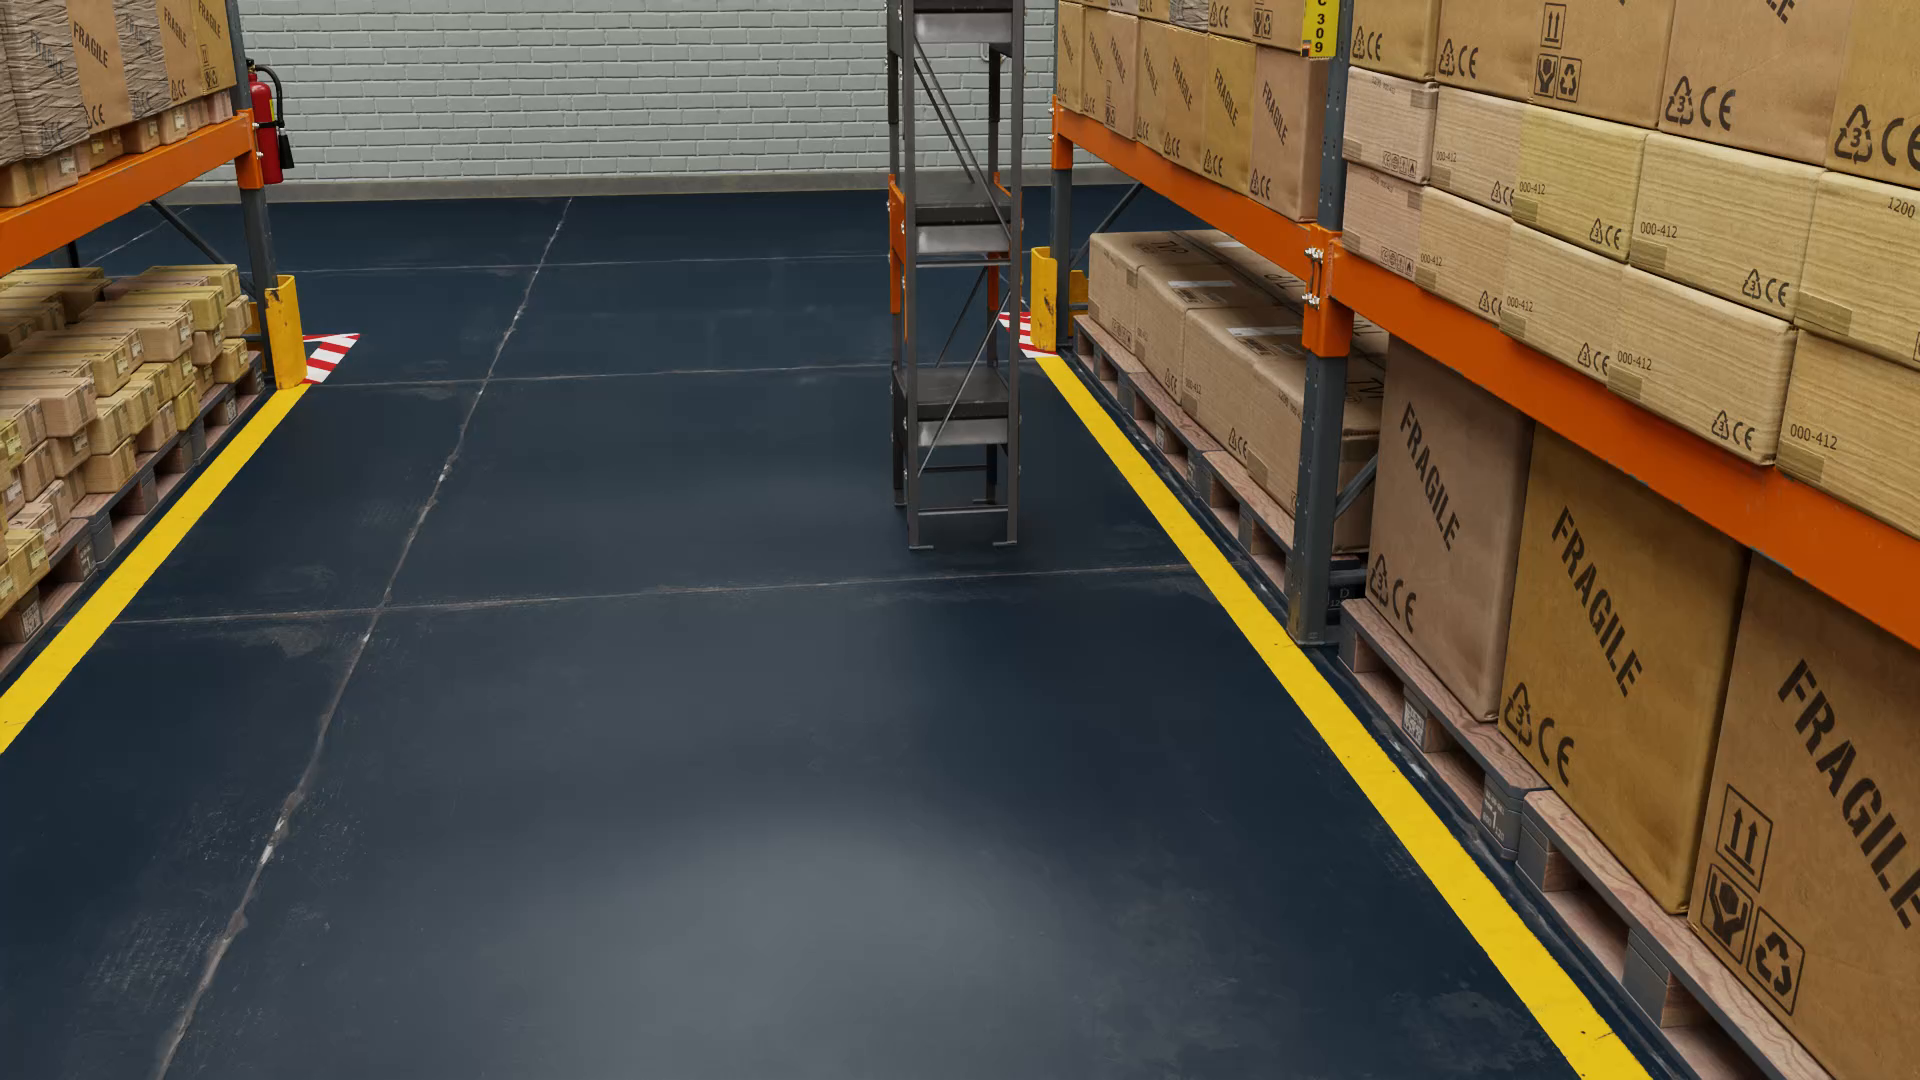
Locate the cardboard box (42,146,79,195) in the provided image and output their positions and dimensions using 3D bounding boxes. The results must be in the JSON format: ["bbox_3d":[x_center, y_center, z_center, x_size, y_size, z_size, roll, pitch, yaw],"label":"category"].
[{"bbox_3d":[-3.276,-1.273,5.695,0.380,0.149,0.250,-2,21,-5],"label":"cardboard box"}]

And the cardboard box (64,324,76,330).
[{"bbox_3d":[-3.970,-0.835,7.215,0.380,0.149,0.250,-3,21,-7],"label":"cardboard box"}]

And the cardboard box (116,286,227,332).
[{"bbox_3d":[-3.428,-1.003,7.239,0.380,0.149,0.250,-3,21,-9],"label":"cardboard box"}]

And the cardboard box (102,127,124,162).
[{"bbox_3d":[-3.473,-1.540,6.412,0.380,0.149,0.250,-4,21,-10],"label":"cardboard box"}]

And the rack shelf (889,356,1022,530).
[{"bbox_3d":[-0.024,-0.372,6.252,0.431,0.518,0.480,-3,21,-8],"label":"rack shelf"}]

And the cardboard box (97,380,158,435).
[{"bbox_3d":[-3.290,-0.497,6.309,0.380,0.149,0.250,-3,21,-7],"label":"cardboard box"}]

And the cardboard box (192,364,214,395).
[{"bbox_3d":[-3.526,-0.717,7.323,0.380,0.149,0.250,-3,21,-8],"label":"cardboard box"}]

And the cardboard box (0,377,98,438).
[{"bbox_3d":[-3.248,-0.457,5.776,0.380,0.149,0.250,-2,21,-7],"label":"cardboard box"}]

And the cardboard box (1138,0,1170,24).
[{"bbox_3d":[1.009,-2.297,6.508,0.500,0.500,0.500,-3,21,-8],"label":"cardboard box"}]

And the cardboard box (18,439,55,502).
[{"bbox_3d":[-3.289,-0.224,5.577,0.380,0.149,0.250,-4,21,-11],"label":"cardboard box"}]

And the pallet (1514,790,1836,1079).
[{"bbox_3d":[1.927,0.886,3.542,1.003,0.211,1.213,-3,21,-8],"label":"pallet"}]

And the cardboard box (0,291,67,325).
[{"bbox_3d":[-4.090,-0.965,7.138,0.380,0.149,0.250,-3,21,-8],"label":"cardboard box"}]

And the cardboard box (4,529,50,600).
[{"bbox_3d":[-3.094,0.082,5.183,0.380,0.149,0.250,-2,21,-6],"label":"cardboard box"}]

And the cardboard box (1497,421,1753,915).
[{"bbox_3d":[1.869,0.215,3.790,0.875,0.875,0.875,-2,21,-6],"label":"cardboard box"}]

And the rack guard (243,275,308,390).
[{"bbox_3d":[-3.887,-1.010,8.205,1.175,0.500,0.348,-3,21,-8],"label":"rack guard"}]

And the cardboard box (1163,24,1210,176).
[{"bbox_3d":[1.076,-1.653,6.211,0.500,0.500,0.500,-3,21,-9],"label":"cardboard box"}]

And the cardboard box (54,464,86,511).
[{"bbox_3d":[-3.341,-0.178,5.880,0.380,0.149,0.250,-4,21,-10],"label":"cardboard box"}]

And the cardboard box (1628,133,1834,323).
[{"bbox_3d":[1.571,-0.574,2.966,0.500,0.250,0.500,-4,21,-9],"label":"cardboard box"}]

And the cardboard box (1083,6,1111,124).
[{"bbox_3d":[0.871,-2.184,7.634,0.500,0.500,0.500,-3,21,-9],"label":"cardboard box"}]

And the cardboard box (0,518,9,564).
[{"bbox_3d":[-3.057,0.036,4.883,0.380,0.149,0.250,-2,21,-5],"label":"cardboard box"}]

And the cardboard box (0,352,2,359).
[{"bbox_3d":[-3.949,-0.694,6.411,0.380,0.149,0.250,-3,21,-7],"label":"cardboard box"}]

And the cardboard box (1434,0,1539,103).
[{"bbox_3d":[1.442,-1.280,3.785,0.500,0.500,0.500,-3,21,-8],"label":"cardboard box"}]

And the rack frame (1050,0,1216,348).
[{"bbox_3d":[0.986,-2.492,8.600,1.000,3.000,0.127,-3,21,-8],"label":"rack frame"}]

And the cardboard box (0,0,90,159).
[{"bbox_3d":[-3.259,-1.540,5.483,0.500,0.500,0.500,-3,21,-9],"label":"cardboard box"}]

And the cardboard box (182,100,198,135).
[{"bbox_3d":[-3.521,-1.817,7.152,0.380,0.149,0.250,-3,21,-8],"label":"cardboard box"}]

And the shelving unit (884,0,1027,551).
[{"bbox_3d":[-0.024,-1.041,6.002,0.431,2.100,0.503,-3,21,-8],"label":"shelving unit"}]

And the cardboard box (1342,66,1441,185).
[{"bbox_3d":[1.347,-1.104,4.385,0.500,0.250,0.500,-4,21,-9],"label":"cardboard box"}]

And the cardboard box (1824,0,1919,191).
[{"bbox_3d":[1.659,-0.752,2.372,0.500,0.500,0.500,-3,21,-8],"label":"cardboard box"}]

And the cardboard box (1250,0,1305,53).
[{"bbox_3d":[1.221,-1.771,5.100,0.500,0.500,0.500,-3,21,-8],"label":"cardboard box"}]

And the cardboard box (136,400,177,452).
[{"bbox_3d":[-3.359,-0.451,6.611,0.380,0.149,0.250,-3,21,-7],"label":"cardboard box"}]

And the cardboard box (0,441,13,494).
[{"bbox_3d":[-3.147,-0.190,5.062,0.380,0.149,0.250,-2,21,-5],"label":"cardboard box"}]

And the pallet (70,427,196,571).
[{"bbox_3d":[-3.632,-0.170,6.369,1.003,0.211,1.213,-3,21,-8],"label":"pallet"}]

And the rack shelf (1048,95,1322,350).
[{"bbox_3d":[1.274,-1.462,6.872,1.077,0.370,4.000,-3,21,-8],"label":"rack shelf"}]

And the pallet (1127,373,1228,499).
[{"bbox_3d":[1.351,-0.491,7.229,1.003,0.211,1.213,-3,21,-8],"label":"pallet"}]

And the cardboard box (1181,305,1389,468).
[{"bbox_3d":[1.448,-0.636,6.694,0.875,0.438,0.875,-4,21,-9],"label":"cardboard box"}]

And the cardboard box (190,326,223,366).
[{"bbox_3d":[-3.463,-0.859,7.279,0.380,0.149,0.250,-4,21,-10],"label":"cardboard box"}]

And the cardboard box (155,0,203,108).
[{"bbox_3d":[-3.509,-2.072,6.909,0.500,0.500,0.500,-3,21,-9],"label":"cardboard box"}]

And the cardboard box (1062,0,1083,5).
[{"bbox_3d":[0.773,-2.826,7.925,0.500,0.500,0.500,-3,21,-9],"label":"cardboard box"}]

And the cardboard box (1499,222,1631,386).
[{"bbox_3d":[1.499,-0.514,3.518,0.500,0.250,0.500,-3,21,-8],"label":"cardboard box"}]

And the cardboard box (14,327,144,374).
[{"bbox_3d":[-3.432,-0.723,6.490,0.380,0.149,0.250,-4,21,-10],"label":"cardboard box"}]

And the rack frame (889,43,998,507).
[{"bbox_3d":[-0.059,-1.125,6.228,0.400,2.100,0.015,-3,21,-8],"label":"rack frame"}]
